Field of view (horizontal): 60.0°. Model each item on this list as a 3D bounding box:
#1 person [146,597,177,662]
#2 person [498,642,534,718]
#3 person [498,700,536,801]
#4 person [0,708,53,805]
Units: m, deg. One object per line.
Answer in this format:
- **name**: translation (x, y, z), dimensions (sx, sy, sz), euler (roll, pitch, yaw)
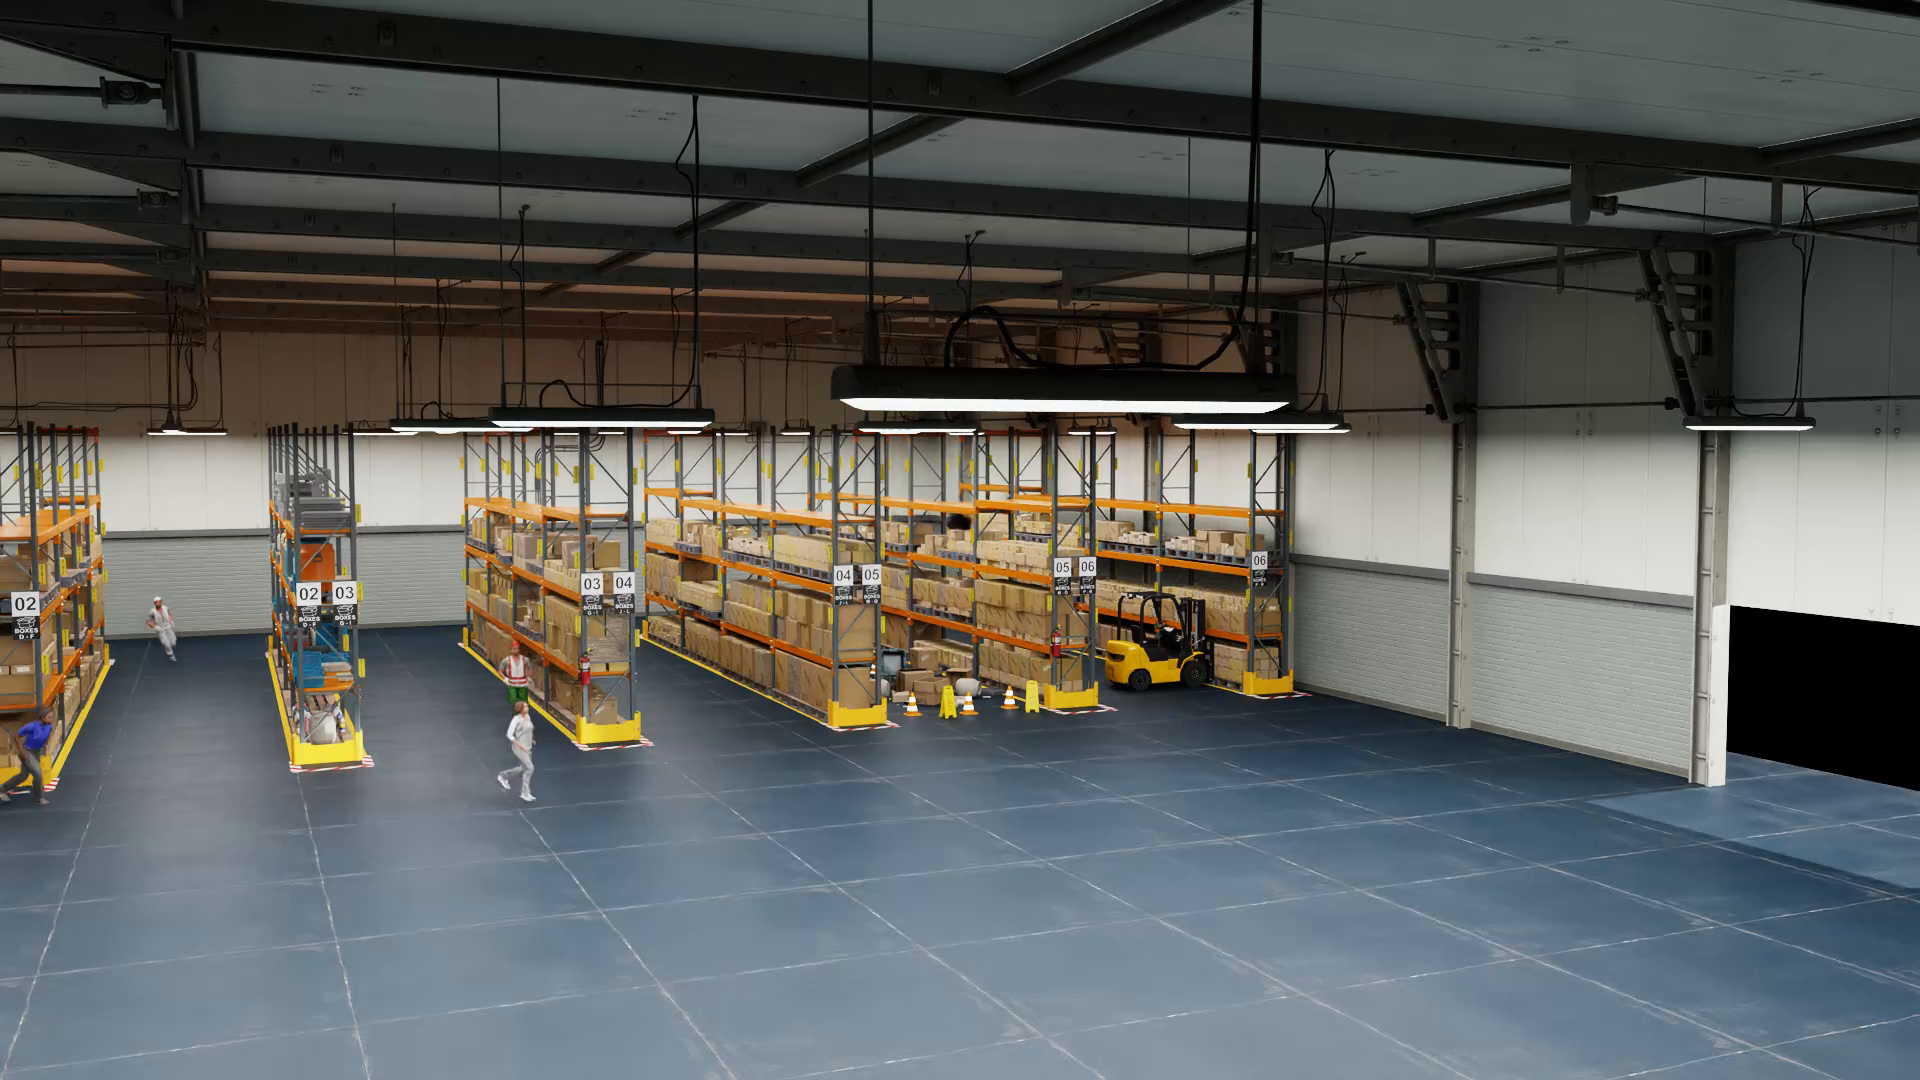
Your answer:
- **person**: translation (-20.404, 2.286, 42.450), dimensions (0.622, 1.690, 0.713), euler (3, 5, 40)
- **person**: translation (-8.729, 2.863, 32.661), dimensions (0.656, 1.745, 0.615), euler (-2, 4, -25)
- **person**: translation (-7.033, 3.331, 26.384), dimensions (0.659, 1.602, 0.555), euler (1, 4, 14)
- **person**: translation (-14.629, 3.404, 26.062), dimensions (0.973, 1.553, 0.582), euler (1, 4, 13)
